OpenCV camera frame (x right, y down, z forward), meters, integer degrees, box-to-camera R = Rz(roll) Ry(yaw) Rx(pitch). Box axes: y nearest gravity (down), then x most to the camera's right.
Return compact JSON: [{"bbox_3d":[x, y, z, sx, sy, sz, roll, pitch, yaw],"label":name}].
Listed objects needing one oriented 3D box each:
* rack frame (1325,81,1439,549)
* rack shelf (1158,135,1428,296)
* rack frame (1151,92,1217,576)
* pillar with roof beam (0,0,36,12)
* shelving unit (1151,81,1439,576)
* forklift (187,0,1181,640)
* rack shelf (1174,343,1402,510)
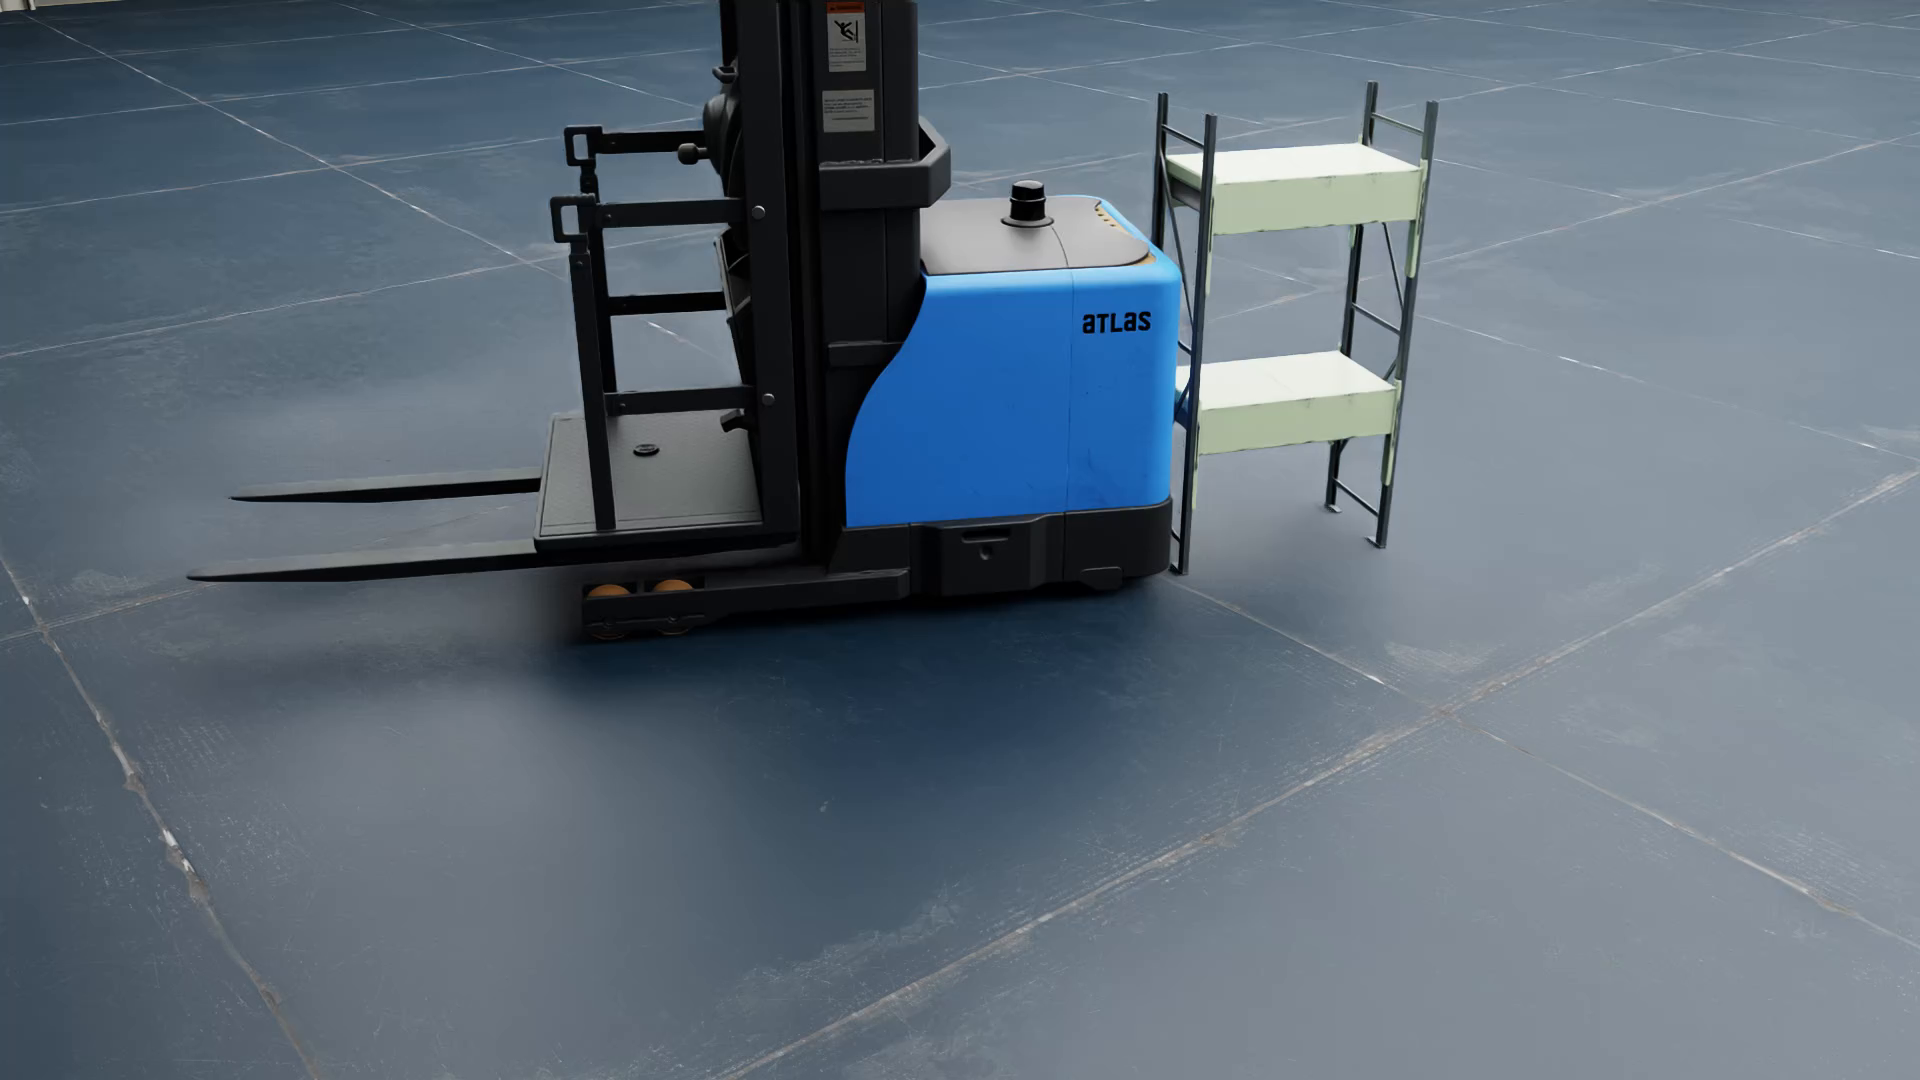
[{"bbox_3d":[1.390,-0.730,5.542,0.023,1.500,0.400,-7,26,-15],"label":"rack frame"},{"bbox_3d":[1.039,-1.041,5.284,0.720,0.370,0.431,-7,26,-15],"label":"rack shelf"},{"bbox_3d":[0.687,-0.643,5.355,0.023,1.500,0.400,-7,26,-15],"label":"rack frame"},{"bbox_3d":[-7.810,-8.521,13.421,0.400,9.000,9.100,-18,31,-34],"label":"pillar with roof beam"},{"bbox_3d":[1.039,-0.687,5.448,0.755,1.500,0.431,-7,26,-15],"label":"shelving unit"},{"bbox_3d":[-0.883,-1.264,4.991,3.031,2.935,1.130,-4,25,-9],"label":"forklift"},{"bbox_3d":[1.039,-0.391,5.586,0.720,0.370,0.431,-7,26,-15],"label":"rack shelf"}]
